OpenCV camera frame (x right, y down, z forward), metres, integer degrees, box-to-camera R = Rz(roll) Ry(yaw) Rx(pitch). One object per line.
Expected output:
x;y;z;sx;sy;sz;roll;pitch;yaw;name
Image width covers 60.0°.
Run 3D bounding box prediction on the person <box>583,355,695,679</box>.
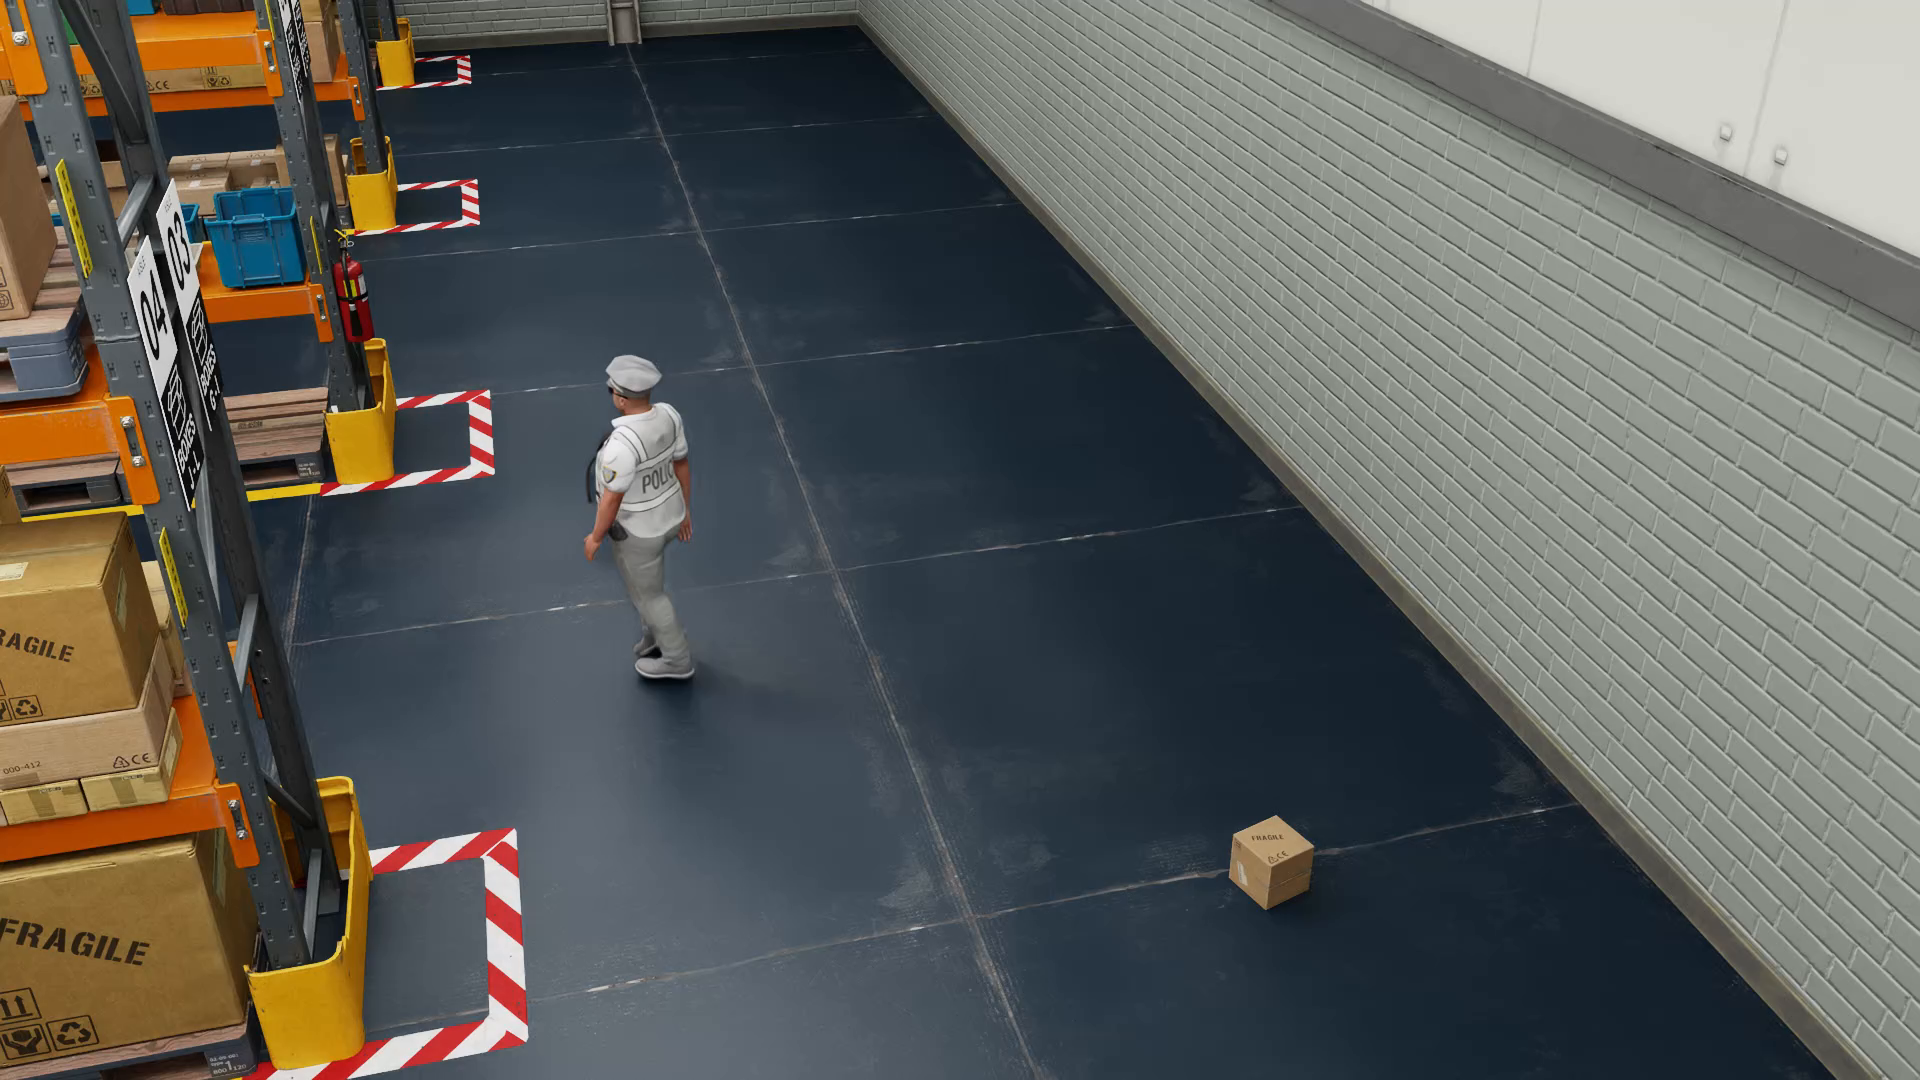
-1.613;-0.065;8.356;0.516;1.843;0.548;11;32;19;person
